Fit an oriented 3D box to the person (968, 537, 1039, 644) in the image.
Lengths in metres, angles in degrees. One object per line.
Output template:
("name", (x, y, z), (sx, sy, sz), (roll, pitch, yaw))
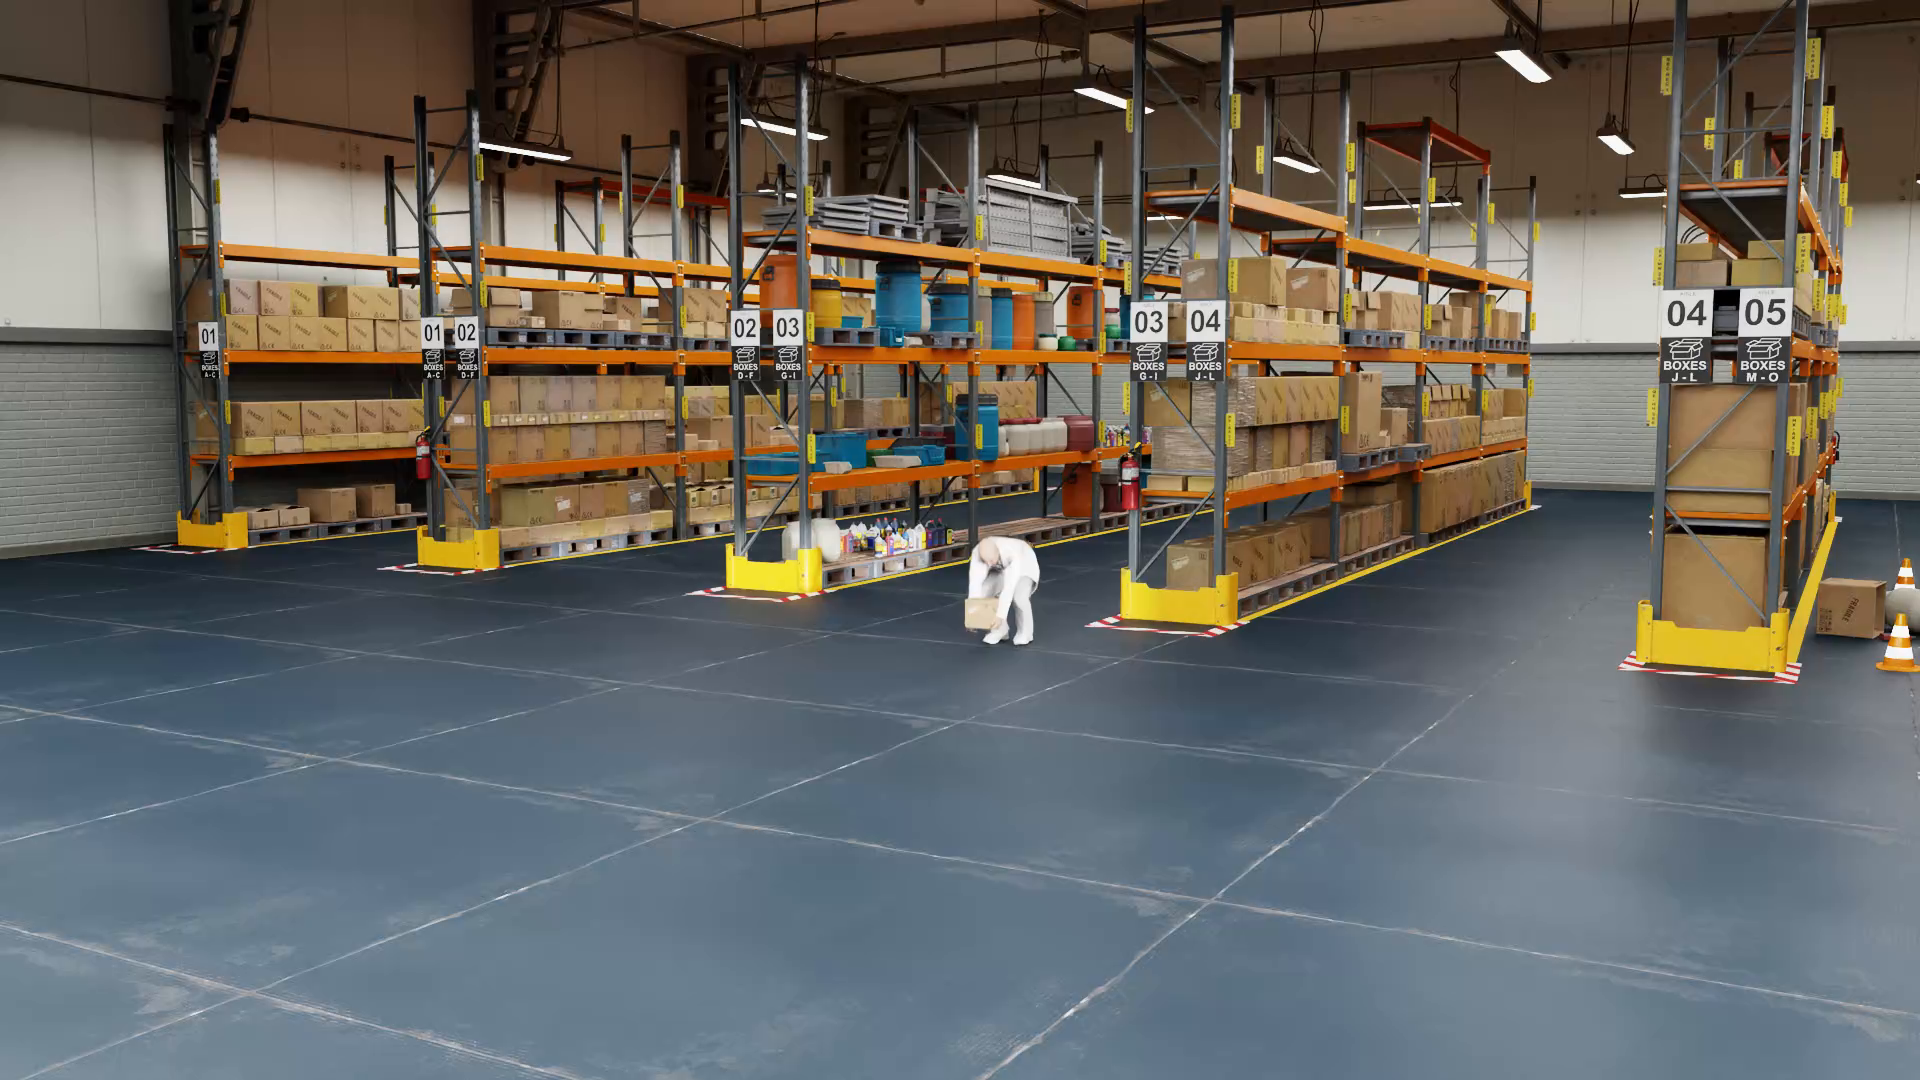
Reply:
("person", (0.395, 0.465, 15.303), (0.591, 1.005, 0.939), (3, 6, 26))
